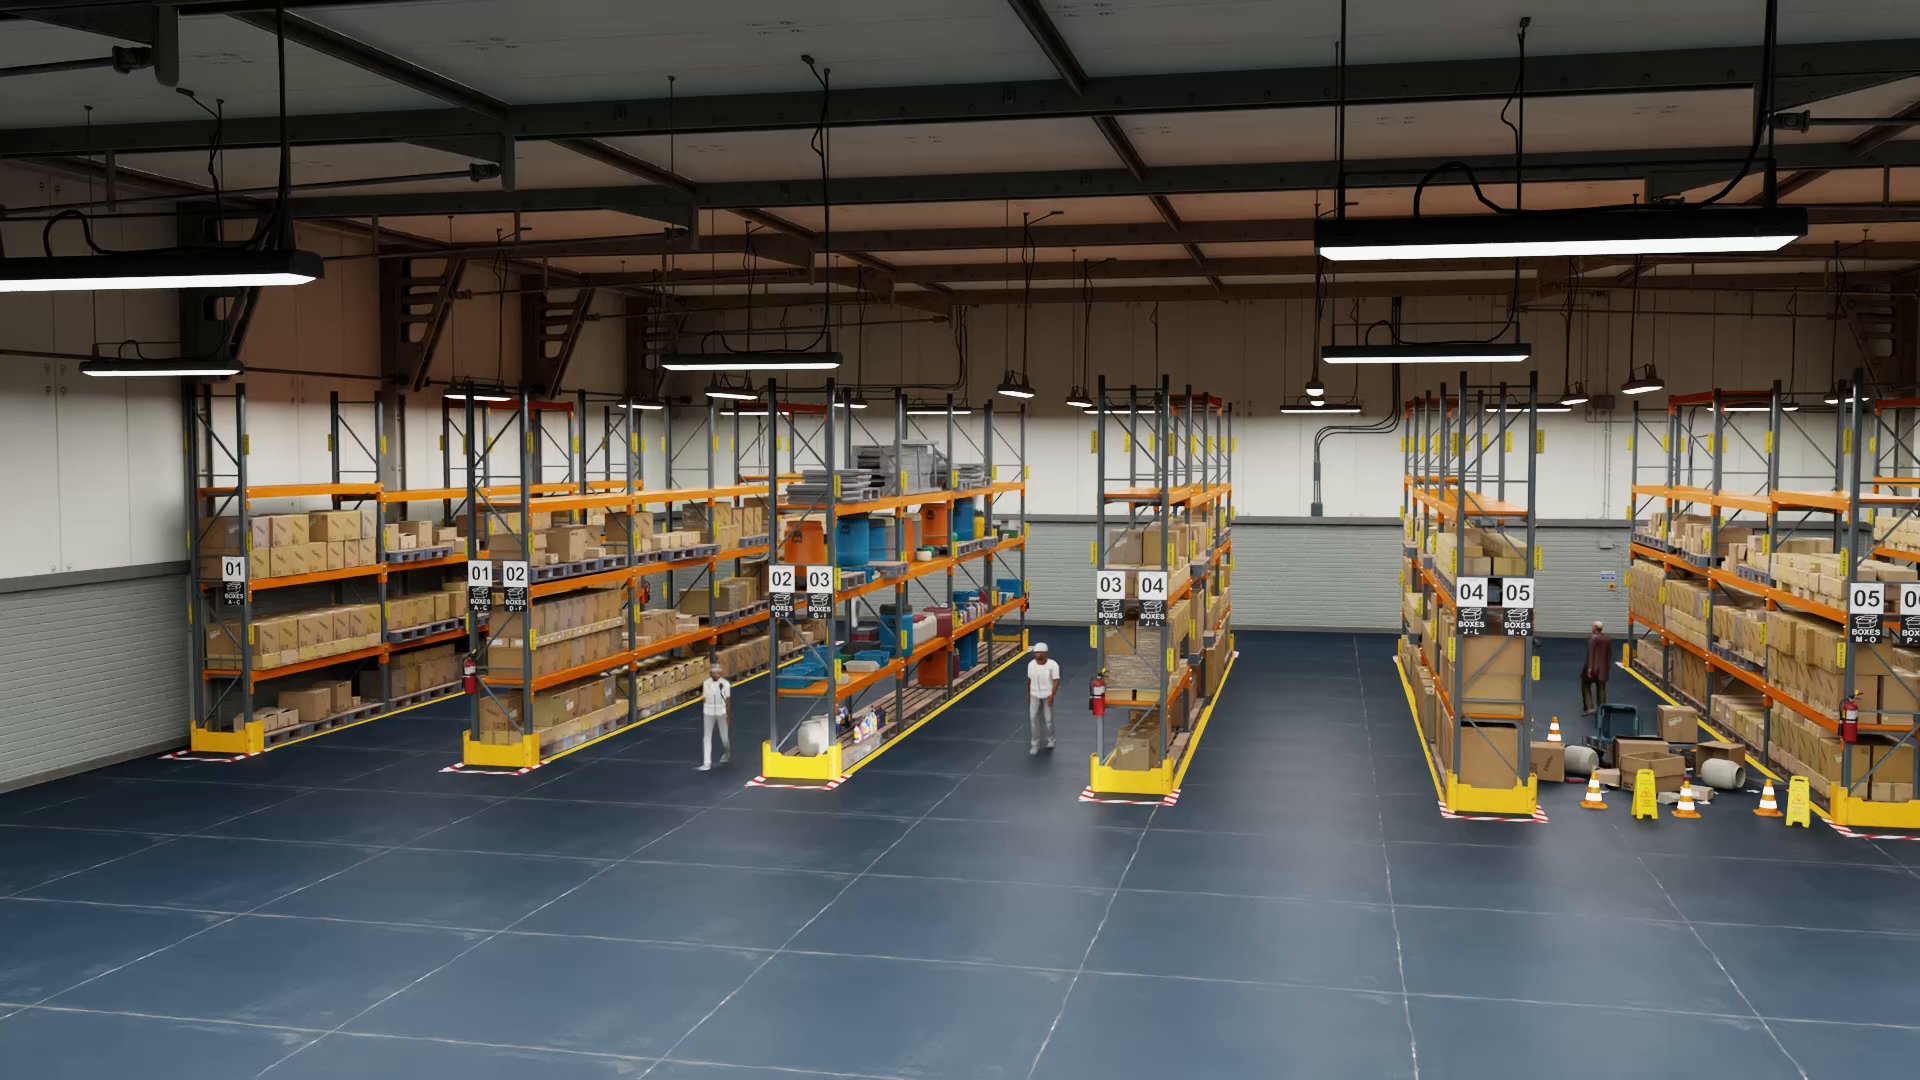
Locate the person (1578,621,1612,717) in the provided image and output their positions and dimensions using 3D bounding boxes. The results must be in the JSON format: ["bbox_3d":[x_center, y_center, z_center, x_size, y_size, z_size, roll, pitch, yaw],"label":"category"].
[{"bbox_3d":[11.685,2.391,30.429,0.573,1.814,0.594,0,3,1],"label":"person"}]

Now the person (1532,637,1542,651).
[{"bbox_3d":[13.428,1.885,39.702,0.964,1.689,0.540,0,3,7],"label":"person"}]

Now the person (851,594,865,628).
[{"bbox_3d":[-2.834,1.582,44.892,0.467,1.551,0.950,-1,3,-15],"label":"person"}]

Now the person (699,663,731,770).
[{"bbox_3d":[-3.788,2.709,25.784,0.468,1.632,0.843,0,3,-4],"label":"person"}]

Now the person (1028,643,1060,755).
[{"bbox_3d":[1.332,2.583,27.196,0.595,1.794,0.774,1,4,23],"label":"person"}]
